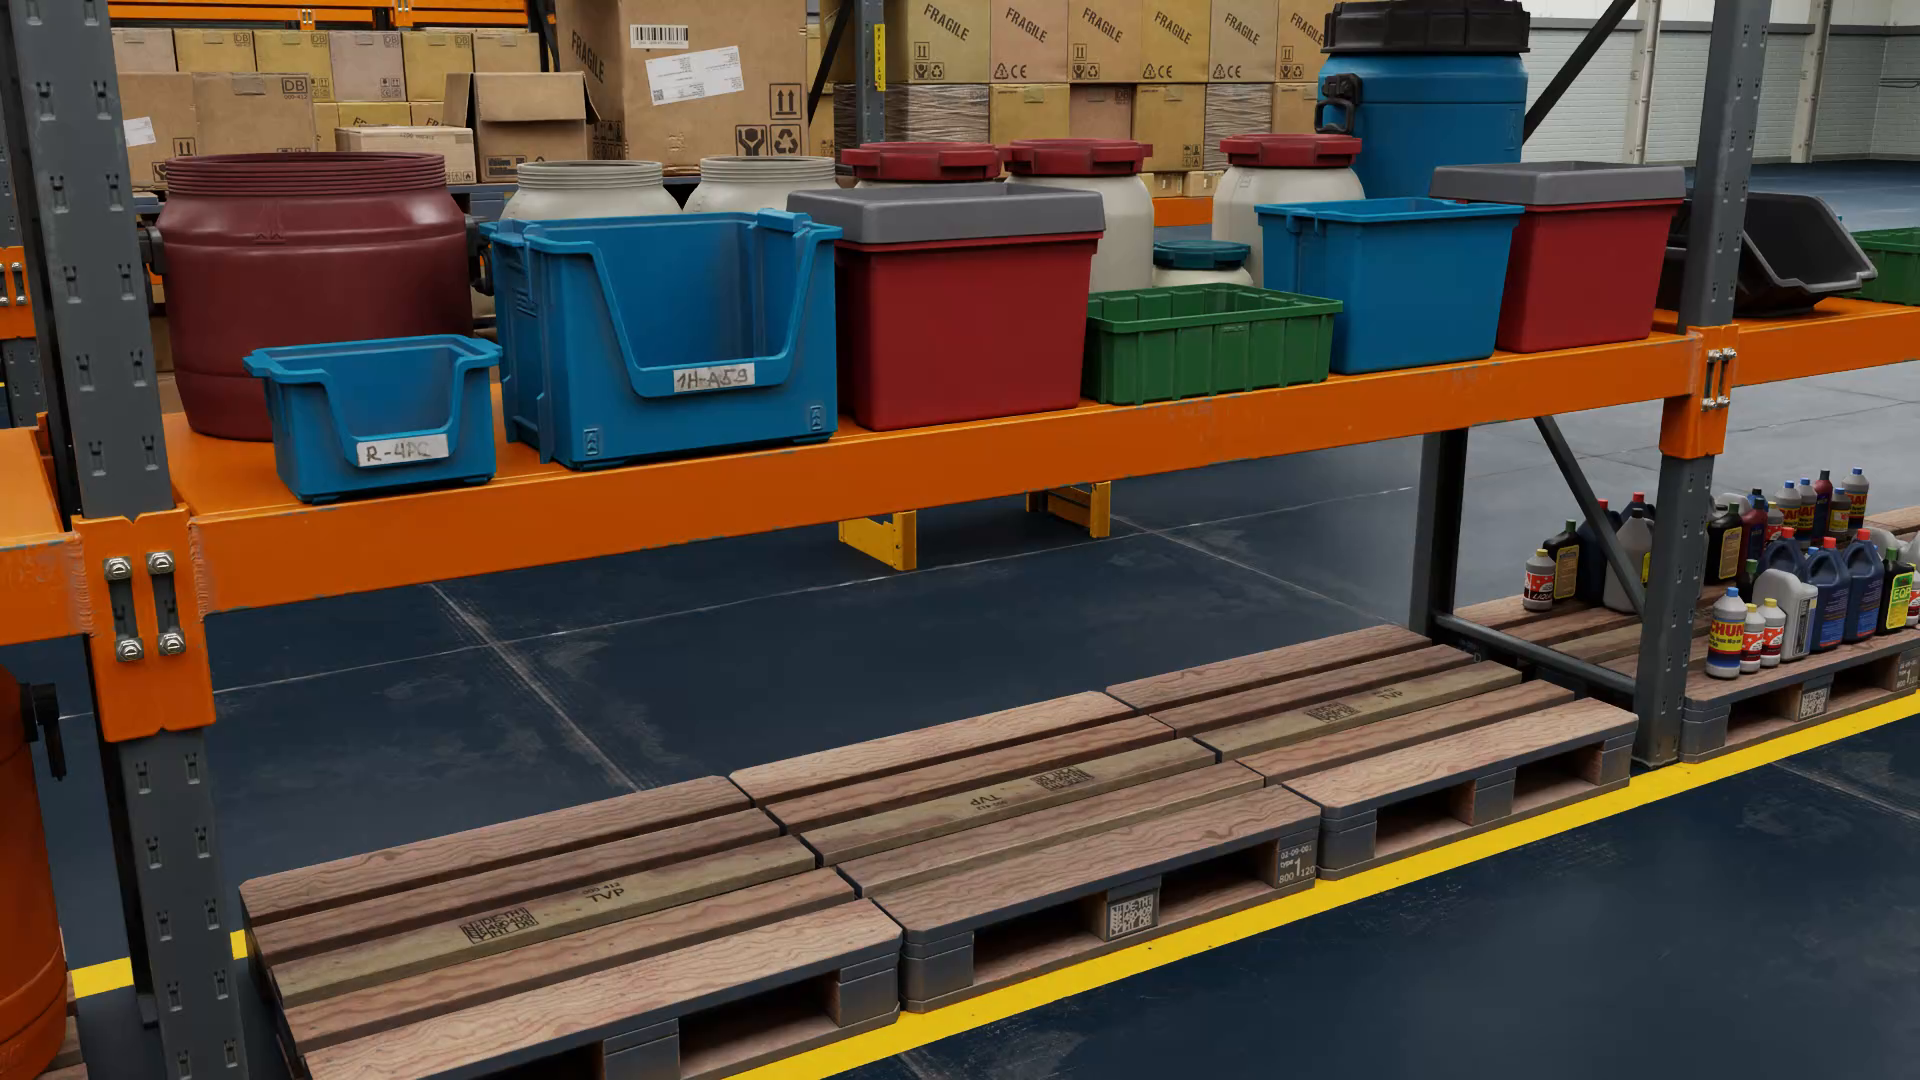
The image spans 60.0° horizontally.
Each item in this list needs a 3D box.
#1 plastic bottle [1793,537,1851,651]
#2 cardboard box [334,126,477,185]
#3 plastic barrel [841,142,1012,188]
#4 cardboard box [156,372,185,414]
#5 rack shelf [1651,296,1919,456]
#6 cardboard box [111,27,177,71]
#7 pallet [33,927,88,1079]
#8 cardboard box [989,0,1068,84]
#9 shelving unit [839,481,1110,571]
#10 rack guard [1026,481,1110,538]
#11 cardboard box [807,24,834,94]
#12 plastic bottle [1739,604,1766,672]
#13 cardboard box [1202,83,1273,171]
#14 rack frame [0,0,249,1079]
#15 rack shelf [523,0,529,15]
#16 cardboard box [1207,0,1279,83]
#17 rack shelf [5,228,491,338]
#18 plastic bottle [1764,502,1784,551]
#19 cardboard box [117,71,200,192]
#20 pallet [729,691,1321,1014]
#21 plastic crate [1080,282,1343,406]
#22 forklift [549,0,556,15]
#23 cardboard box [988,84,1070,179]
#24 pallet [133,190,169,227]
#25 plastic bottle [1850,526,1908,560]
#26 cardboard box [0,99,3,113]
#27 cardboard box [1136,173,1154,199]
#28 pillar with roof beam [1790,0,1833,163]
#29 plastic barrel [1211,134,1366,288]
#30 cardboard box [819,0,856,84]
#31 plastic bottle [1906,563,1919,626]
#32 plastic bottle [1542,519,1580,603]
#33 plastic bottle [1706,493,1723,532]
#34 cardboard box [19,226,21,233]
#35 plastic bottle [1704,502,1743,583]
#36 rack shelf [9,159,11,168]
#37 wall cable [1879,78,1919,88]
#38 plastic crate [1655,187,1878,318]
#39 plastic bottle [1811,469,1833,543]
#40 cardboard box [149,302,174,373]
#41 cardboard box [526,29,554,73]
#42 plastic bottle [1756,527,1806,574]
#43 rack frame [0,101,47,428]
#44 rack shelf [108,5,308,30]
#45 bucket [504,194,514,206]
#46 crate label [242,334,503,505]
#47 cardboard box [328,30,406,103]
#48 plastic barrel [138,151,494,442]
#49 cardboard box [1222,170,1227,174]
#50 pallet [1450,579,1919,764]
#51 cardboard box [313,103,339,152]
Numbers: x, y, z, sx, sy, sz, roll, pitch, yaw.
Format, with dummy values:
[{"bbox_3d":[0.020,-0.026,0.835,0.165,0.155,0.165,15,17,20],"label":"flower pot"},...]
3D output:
[{"bbox_3d":[2.759,0.167,5.349,0.185,0.351,0.144,-9,18,-28],"label":"plastic bottle"},{"bbox_3d":[-2.571,-1.780,7.703,0.500,0.250,0.500,-10,18,-31],"label":"cardboard box"},{"bbox_3d":[-0.079,-0.702,4.103,0.433,0.535,0.433,0,16,0],"label":"plastic barrel"},{"bbox_3d":[-3.562,-0.576,7.725,0.500,0.500,0.700,-10,19,-33],"label":"cardboard box"},{"bbox_3d":[3.568,-0.812,6.082,4.000,0.370,1.077,-9,18,-30],"label":"rack shelf"},{"bbox_3d":[-5.771,-3.292,11.560,0.500,0.500,0.700,-10,18,-31],"label":"cardboard box"},{"bbox_3d":[-2.229,1.137,2.961,1.213,0.211,1.003,-9,18,-30],"label":"pallet"},{"bbox_3d":[0.247,-2.773,9.155,0.500,0.500,0.500,-9,18,-30],"label":"cardboard box"},{"bbox_3d":[0.065,-0.733,7.245,1.083,1.500,0.587,-9,18,-30],"label":"shelving unit"},{"bbox_3d":[0.492,-0.200,7.661,0.087,0.250,0.587,-9,18,-30],"label":"rack guard"},{"bbox_3d":[-1.435,-4.046,14.006,0.500,0.550,0.875,-9,18,-30],"label":"cardboard box"},{"bbox_3d":[2.440,0.298,5.158,0.097,0.201,0.097,0,16,0],"label":"plastic bottle"},{"bbox_3d":[1.428,-2.547,10.202,0.500,0.500,0.875,-9,18,-30],"label":"cardboard box"},{"bbox_3d":[-1.575,-0.324,3.010,0.127,3.000,1.000,-9,18,-30],"label":"rack frame"},{"bbox_3d":[-4.879,-4.008,11.926,4.000,0.370,1.077,-9,18,-30],"label":"rack shelf"},{"bbox_3d":[1.532,-2.982,9.901,0.500,0.500,0.500,-9,18,-30],"label":"cardboard box"},{"bbox_3d":[-2.411,-1.402,8.187,4.000,0.370,1.077,-9,18,-30],"label":"rack shelf"},{"bbox_3d":[3.103,-0.046,6.385,0.097,0.201,0.097,0,16,0],"label":"plastic bottle"},{"bbox_3d":[-3.683,-1.805,7.329,0.500,0.500,0.500,-12,20,-36],"label":"cardboard box"},{"bbox_3d":[0.154,0.751,4.339,1.213,0.211,1.003,-9,18,-30],"label":"pallet"},{"bbox_3d":[0.506,-0.471,3.925,0.662,0.188,0.450,-9,18,-30],"label":"plastic crate"},{"bbox_3d":[-2.049,-2.525,10.988,3.031,2.935,1.130,-9,18,-29],"label":"forklift"},{"bbox_3d":[0.167,-2.327,9.419,0.500,0.500,0.875,-9,18,-30],"label":"cardboard box"},{"bbox_3d":[-3.570,-1.502,7.565,1.003,0.211,1.213,-9,18,-30],"label":"pallet"},{"bbox_3d":[3.188,0.087,5.774,0.135,0.276,0.152,-9,18,-30],"label":"plastic bottle"},{"bbox_3d":[-8.725,-4.166,15.199,0.500,0.500,0.500,-10,18,-31],"label":"cardboard box"},{"bbox_3d":[0.921,-2.077,9.729,0.250,0.149,0.380,-9,18,-30],"label":"cardboard box"},{"bbox_3d":[21.940,-12.198,34.252,0.400,9.000,9.100,-9,18,-30],"label":"pillar with roof beam"},{"bbox_3d":[0.921,-0.864,4.682,0.433,0.535,0.433,0,16,0],"label":"plastic barrel"},{"bbox_3d":[-0.453,-2.825,9.343,0.500,0.500,0.500,-9,18,-30],"label":"cardboard box"},{"bbox_3d":[3.176,0.179,5.584,0.097,0.201,0.097,0,16,0],"label":"plastic bottle"},{"bbox_3d":[2.096,0.072,5.812,0.133,0.283,0.061,-8,18,-27],"label":"plastic bottle"},{"bbox_3d":[2.699,-0.045,6.104,0.185,0.351,0.144,-9,18,-30],"label":"plastic bottle"},{"bbox_3d":[-8.740,-2.776,15.847,0.625,0.372,0.950,-11,19,-33],"label":"cardboard box"},{"bbox_3d":[2.774,0.008,6.041,0.133,0.283,0.061,-9,18,-30],"label":"plastic bottle"},{"bbox_3d":[-7.515,-3.695,16.366,4.000,0.370,1.077,-9,18,-30],"label":"rack shelf"},{"bbox_3d":[22.929,-11.802,38.594,0.112,2.526,3.097,-9,18,-30],"label":"wall cable"},{"bbox_3d":[2.368,-0.894,5.156,0.504,0.338,0.767,-9,18,-30],"label":"plastic crate"},{"bbox_3d":[3.364,-0.133,6.545,0.133,0.283,0.061,-9,18,-29],"label":"plastic bottle"},{"bbox_3d":[-3.567,-0.940,7.632,0.500,0.250,0.500,-8,18,-27],"label":"cardboard box"},{"bbox_3d":[-4.418,-5.133,17.573,0.500,0.500,0.700,-10,18,-31],"label":"cardboard box"},{"bbox_3d":[2.685,0.134,5.468,0.185,0.351,0.144,-9,18,-30],"label":"plastic bottle"},{"bbox_3d":[-4.126,-1.470,7.098,0.127,3.000,1.000,-9,18,-30],"label":"rack frame"},{"bbox_3d":[-10.075,-6.287,20.056,4.000,0.370,1.077,-9,18,-30],"label":"rack shelf"},{"bbox_3d":[-4.236,-2.896,15.433,0.620,0.611,0.726,-13,17,-8],"label":"bucket"},{"bbox_3d":[-1.021,-0.216,2.932,0.416,0.233,0.303,-9,18,-30],"label":"crate label"},{"bbox_3d":[-4.461,-3.505,12.319,0.500,0.500,0.700,-9,18,-29],"label":"cardboard box"},{"bbox_3d":[-1.333,-0.525,3.472,0.708,0.536,0.600,-9,18,-30],"label":"plastic barrel"},{"bbox_3d":[1.531,-2.197,10.154,0.250,0.149,0.380,-9,18,-30],"label":"cardboard box"},{"bbox_3d":[2.451,0.378,5.668,1.213,0.211,1.003,-9,18,-30],"label":"pallet"},{"bbox_3d":[-4.775,-2.890,11.978,0.500,0.500,0.500,-9,18,-30],"label":"cardboard box"}]
